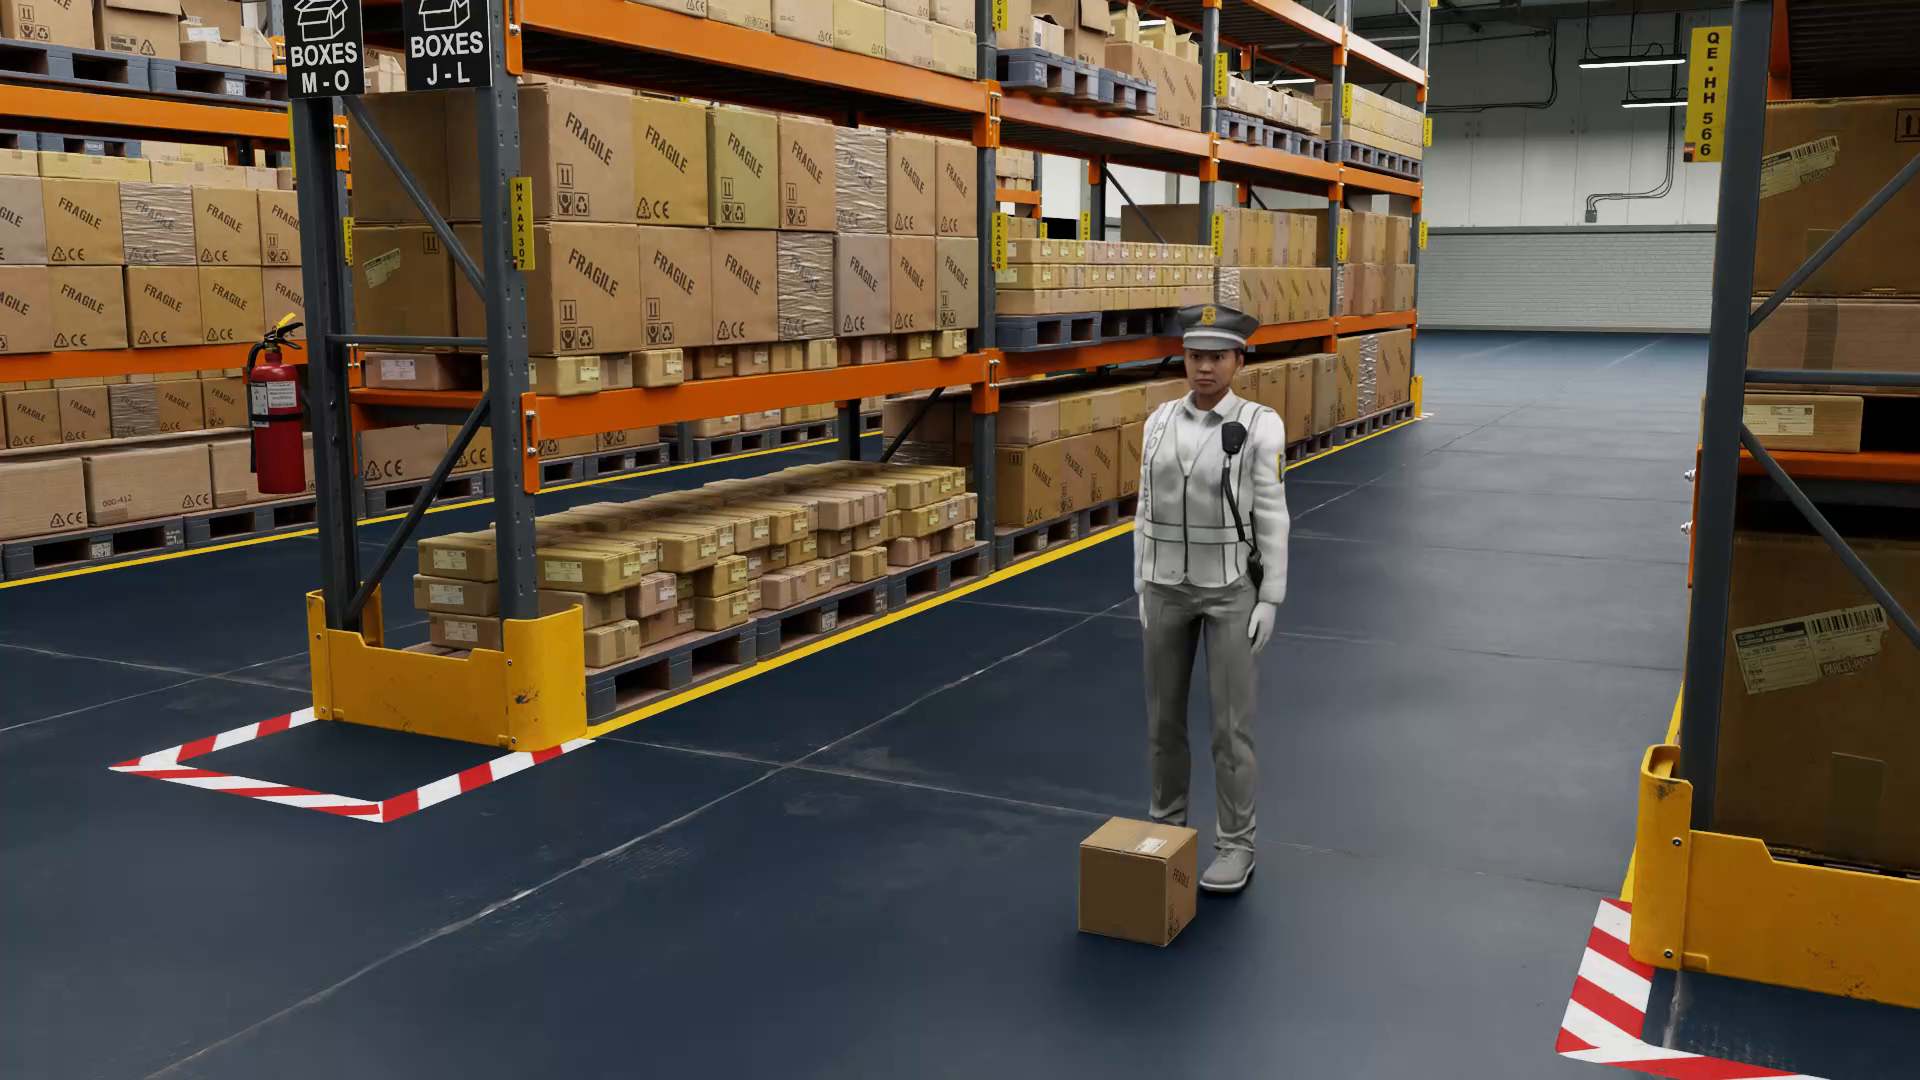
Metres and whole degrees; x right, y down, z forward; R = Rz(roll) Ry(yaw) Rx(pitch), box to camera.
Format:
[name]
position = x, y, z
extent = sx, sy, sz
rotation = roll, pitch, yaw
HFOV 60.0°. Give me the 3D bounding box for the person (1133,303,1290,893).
[person]
position = 0.710, 0.161, 4.819
extent = 0.469, 1.683, 0.356
rotation = 5, 10, 27
